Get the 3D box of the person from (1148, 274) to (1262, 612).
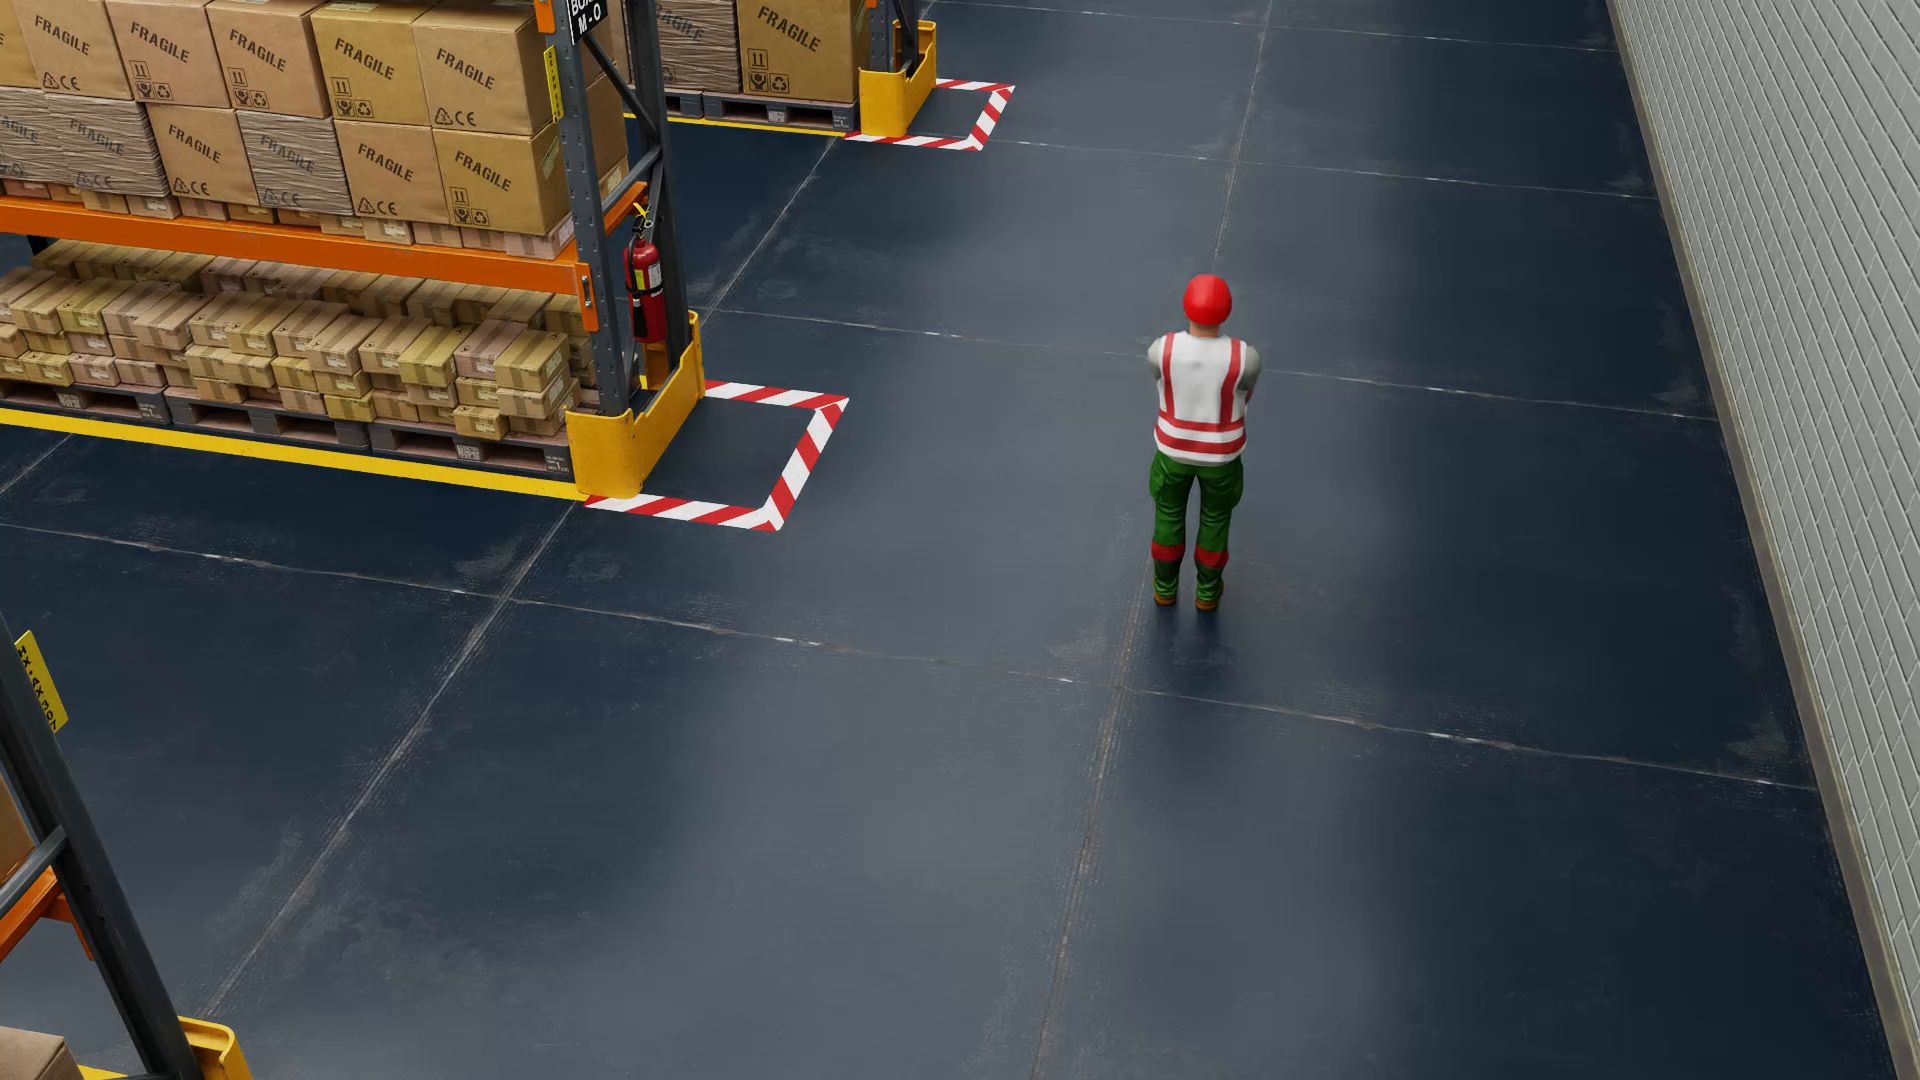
[{"bbox_3d":[1.092,-0.477,7.601,0.494,1.782,0.570,8,37,11],"label":"person"}]
